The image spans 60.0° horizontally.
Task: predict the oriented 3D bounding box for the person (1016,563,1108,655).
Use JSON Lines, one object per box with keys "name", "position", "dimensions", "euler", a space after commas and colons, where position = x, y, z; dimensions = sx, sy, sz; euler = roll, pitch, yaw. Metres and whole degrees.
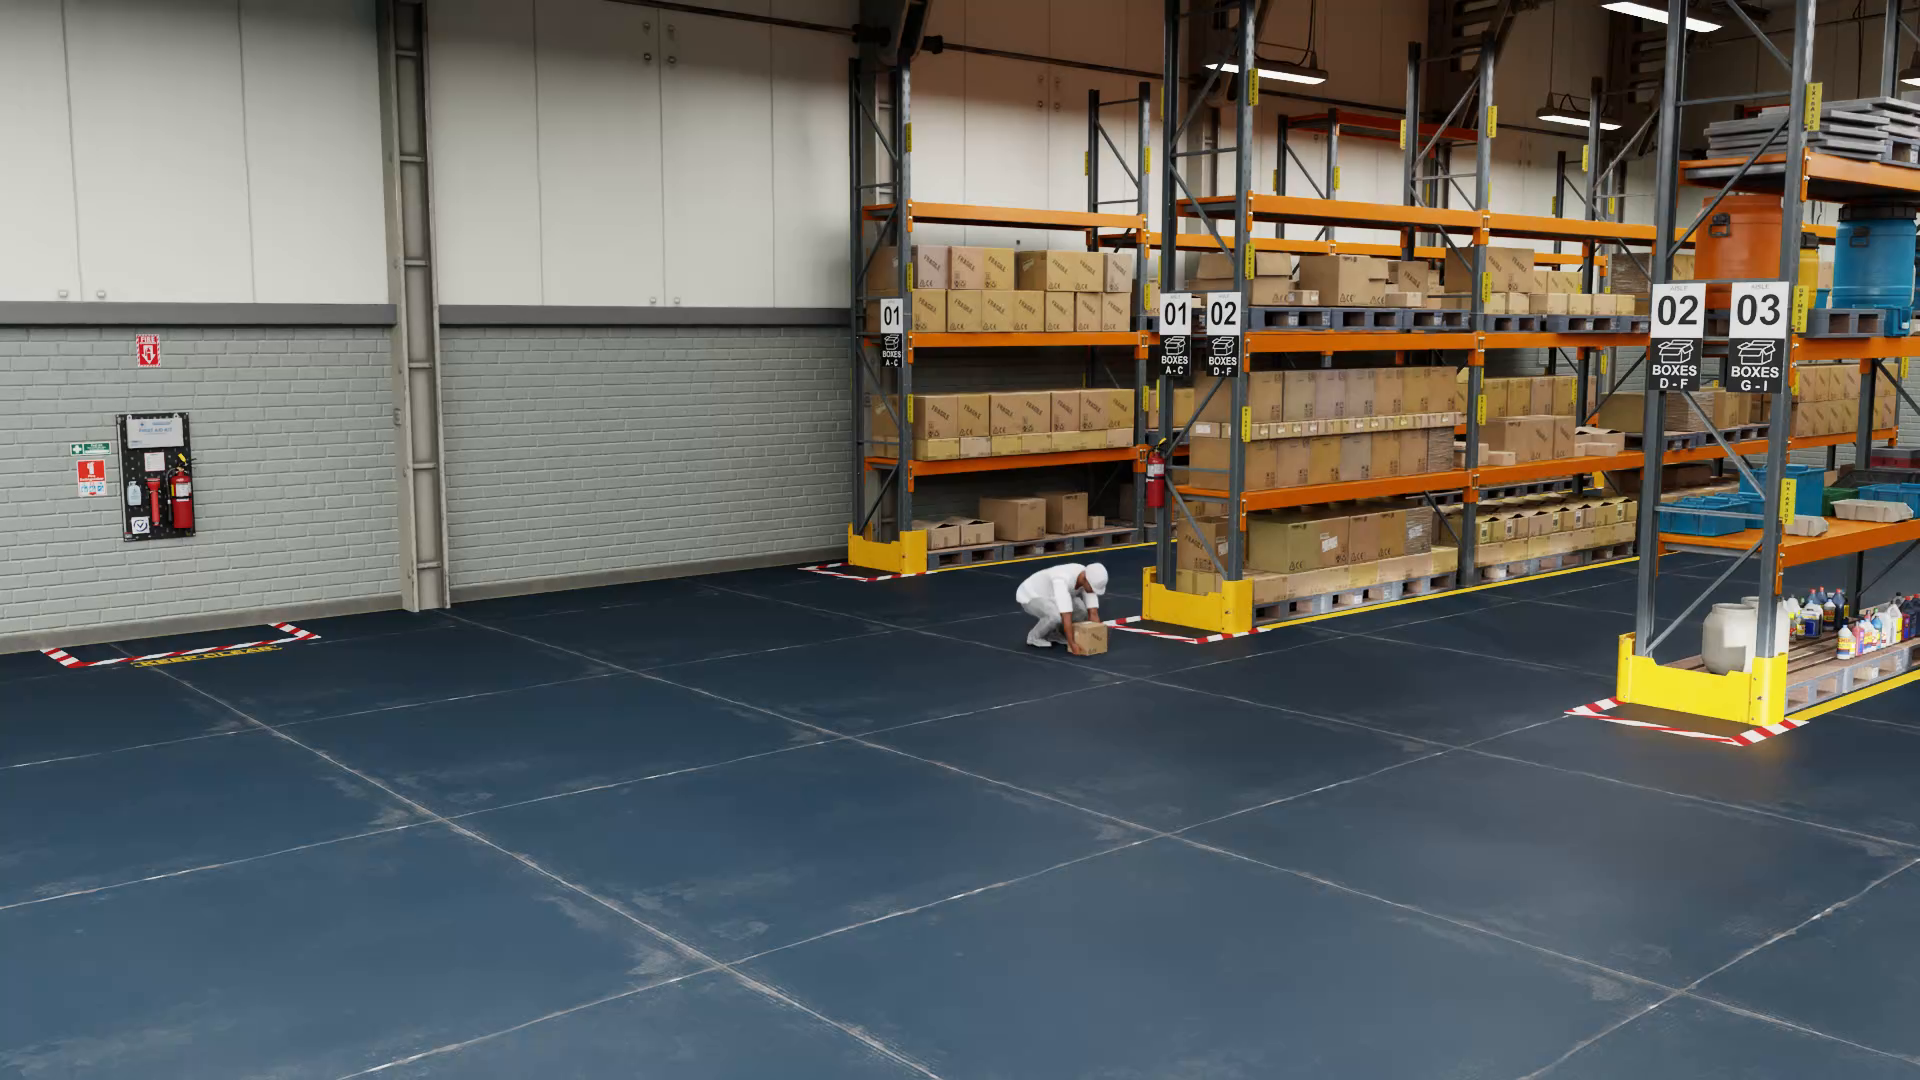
{"name": "person", "position": [0.956, 0.611, 15.044], "dimensions": [0.540, 0.887, 0.934], "euler": [-7, 10, -42]}
